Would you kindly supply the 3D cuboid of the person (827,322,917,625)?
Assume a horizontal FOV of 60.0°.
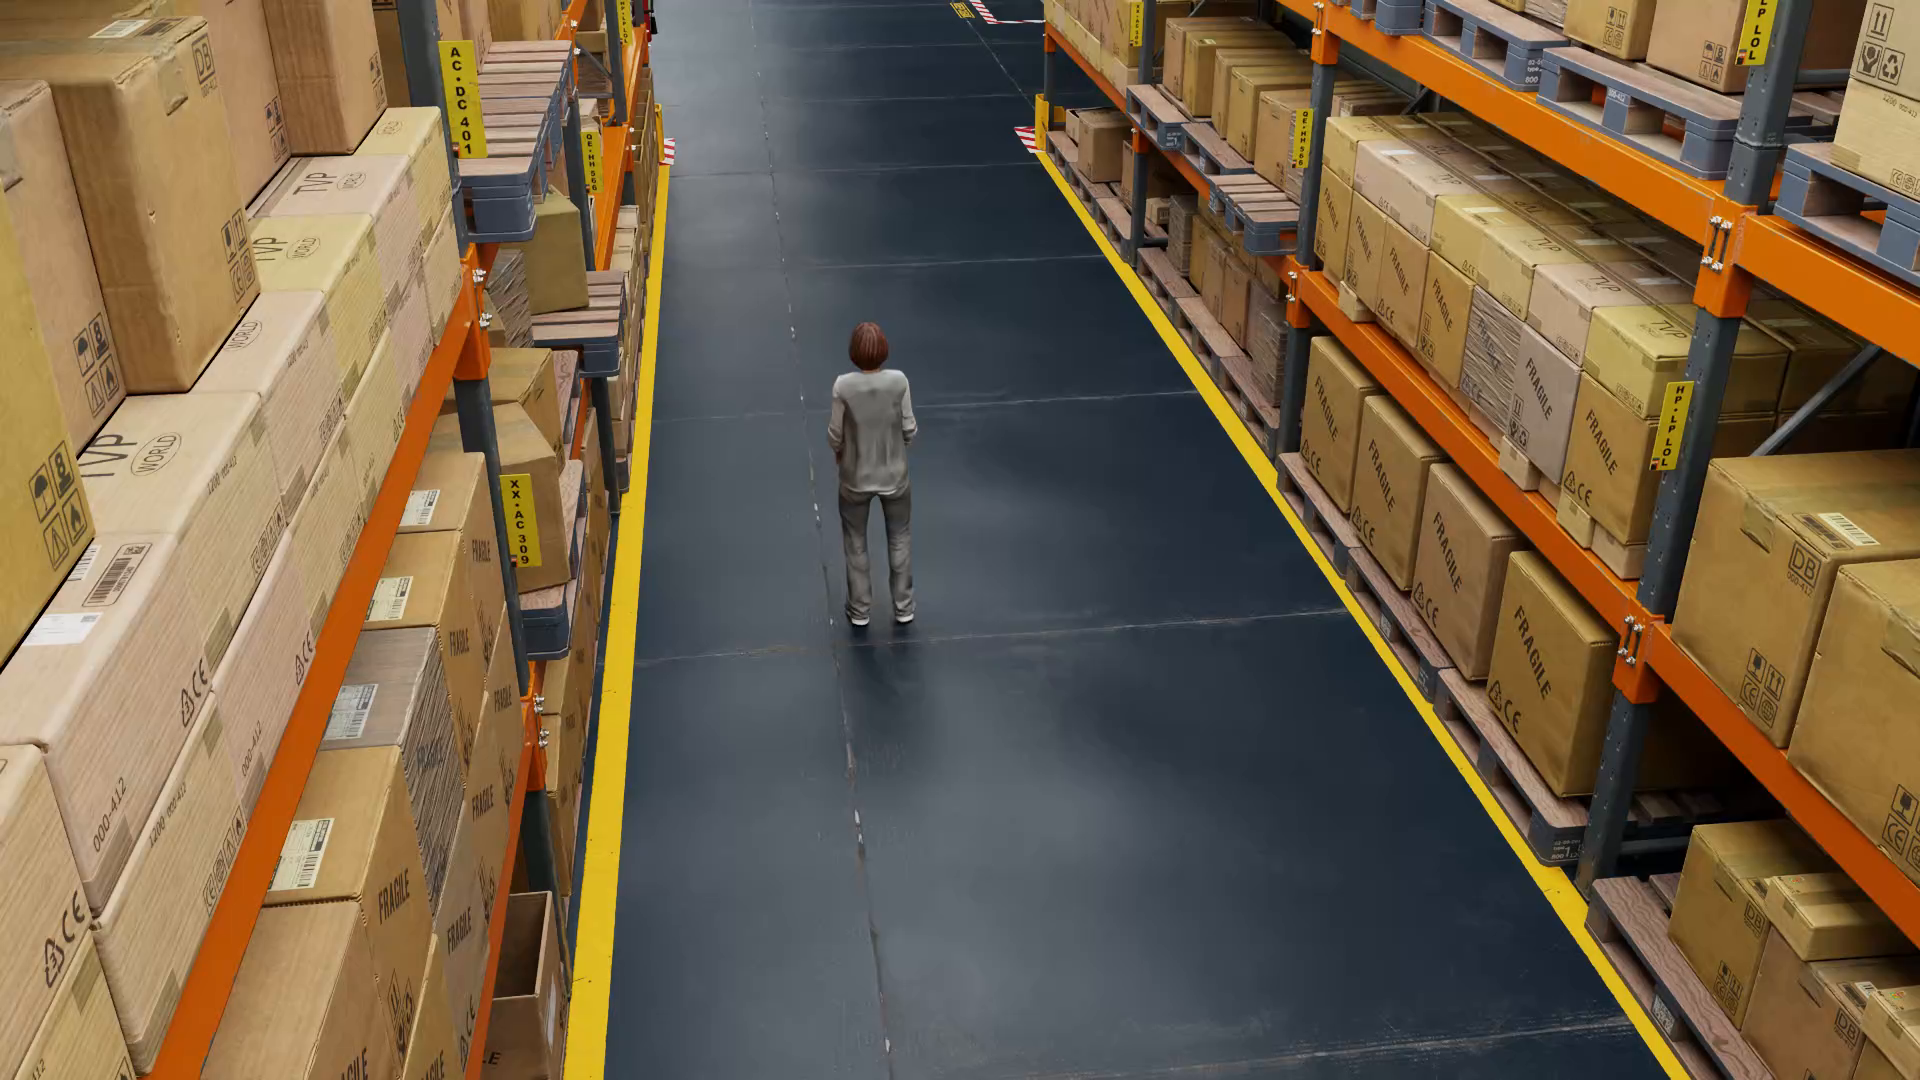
[{"bbox_3d":[-0.432,-0.326,8.246,0.444,1.603,0.397,-4,28,-8],"label":"person"}]
